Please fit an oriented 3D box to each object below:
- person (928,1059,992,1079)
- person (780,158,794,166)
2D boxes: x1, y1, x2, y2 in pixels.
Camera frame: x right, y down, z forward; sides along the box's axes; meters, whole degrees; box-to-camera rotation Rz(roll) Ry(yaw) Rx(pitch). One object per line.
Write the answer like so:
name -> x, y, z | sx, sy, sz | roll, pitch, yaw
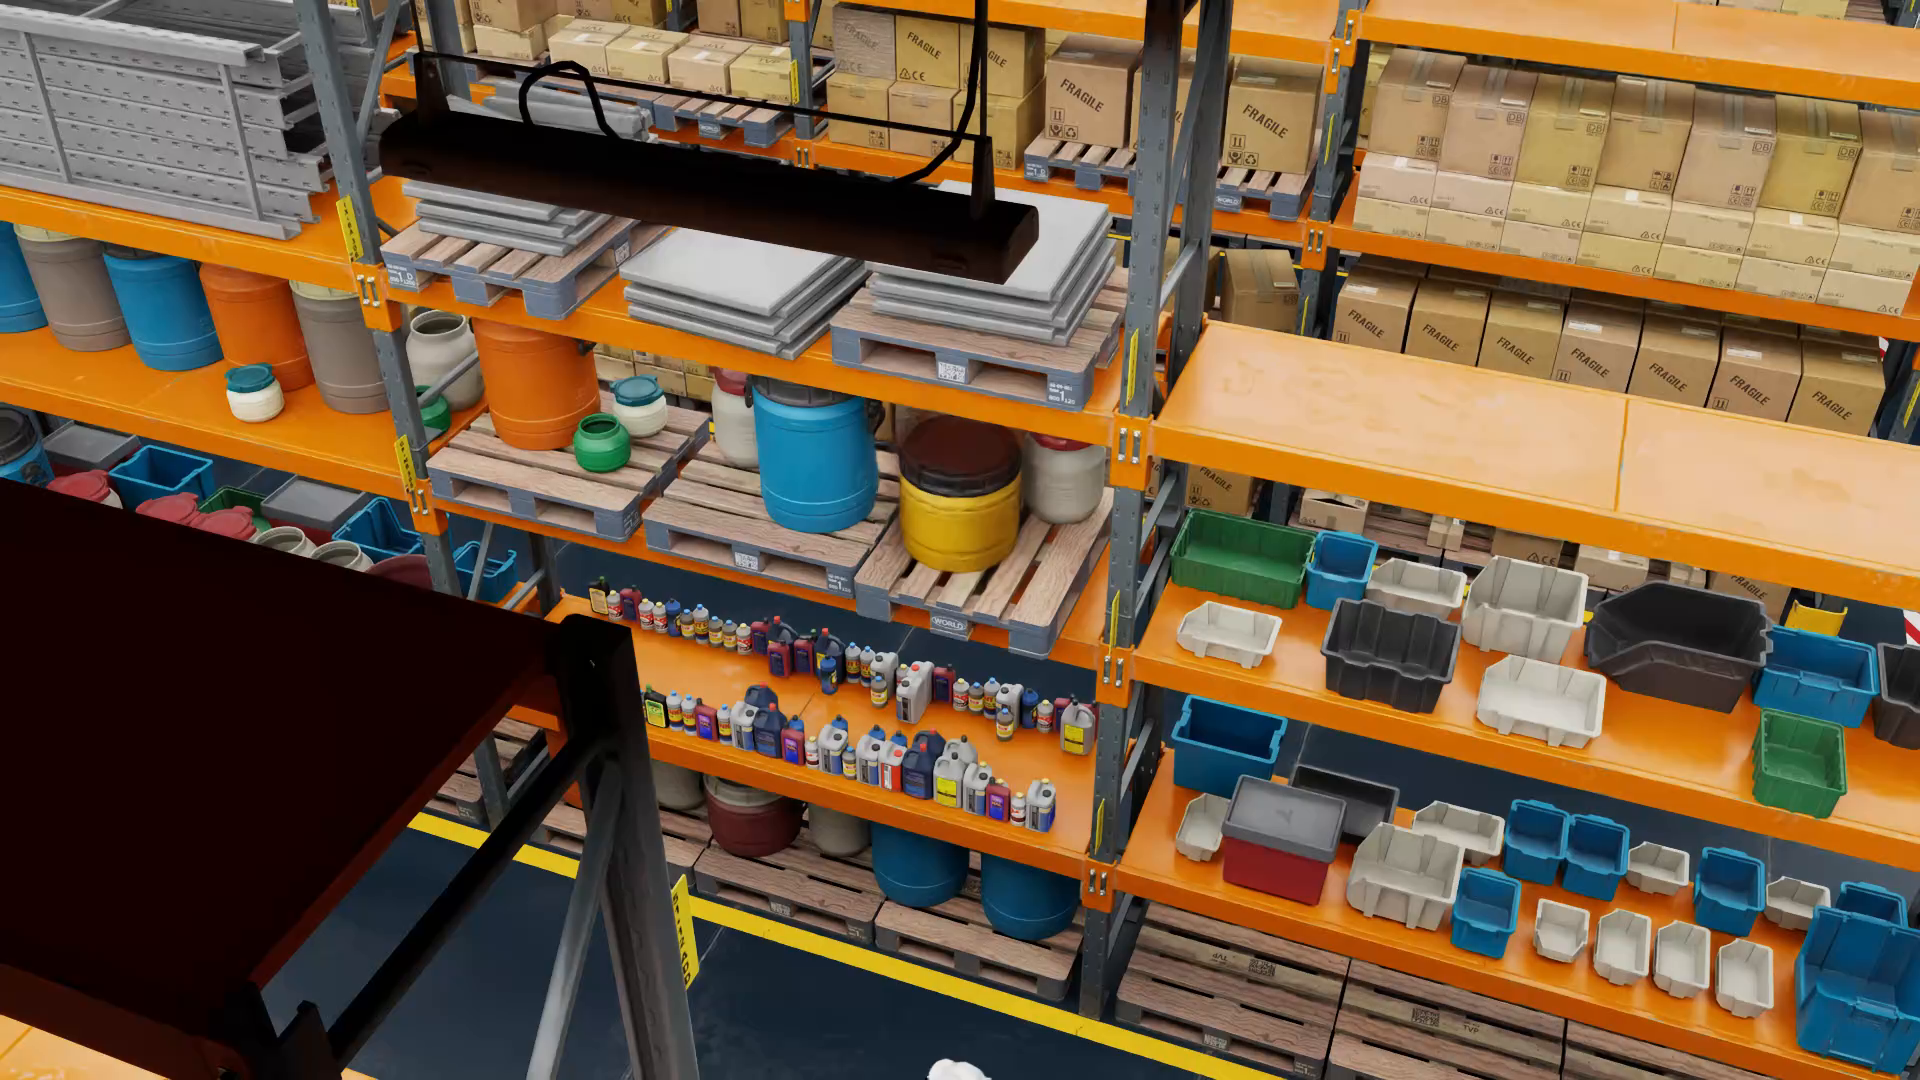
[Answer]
person -> -0.082, 2.920, 7.623 | 0.895, 1.680, 0.620 | 9, 37, 12
person -> -1.756, -3.976, 17.290 | 0.807, 1.773, 0.574 | -3, 37, -4
